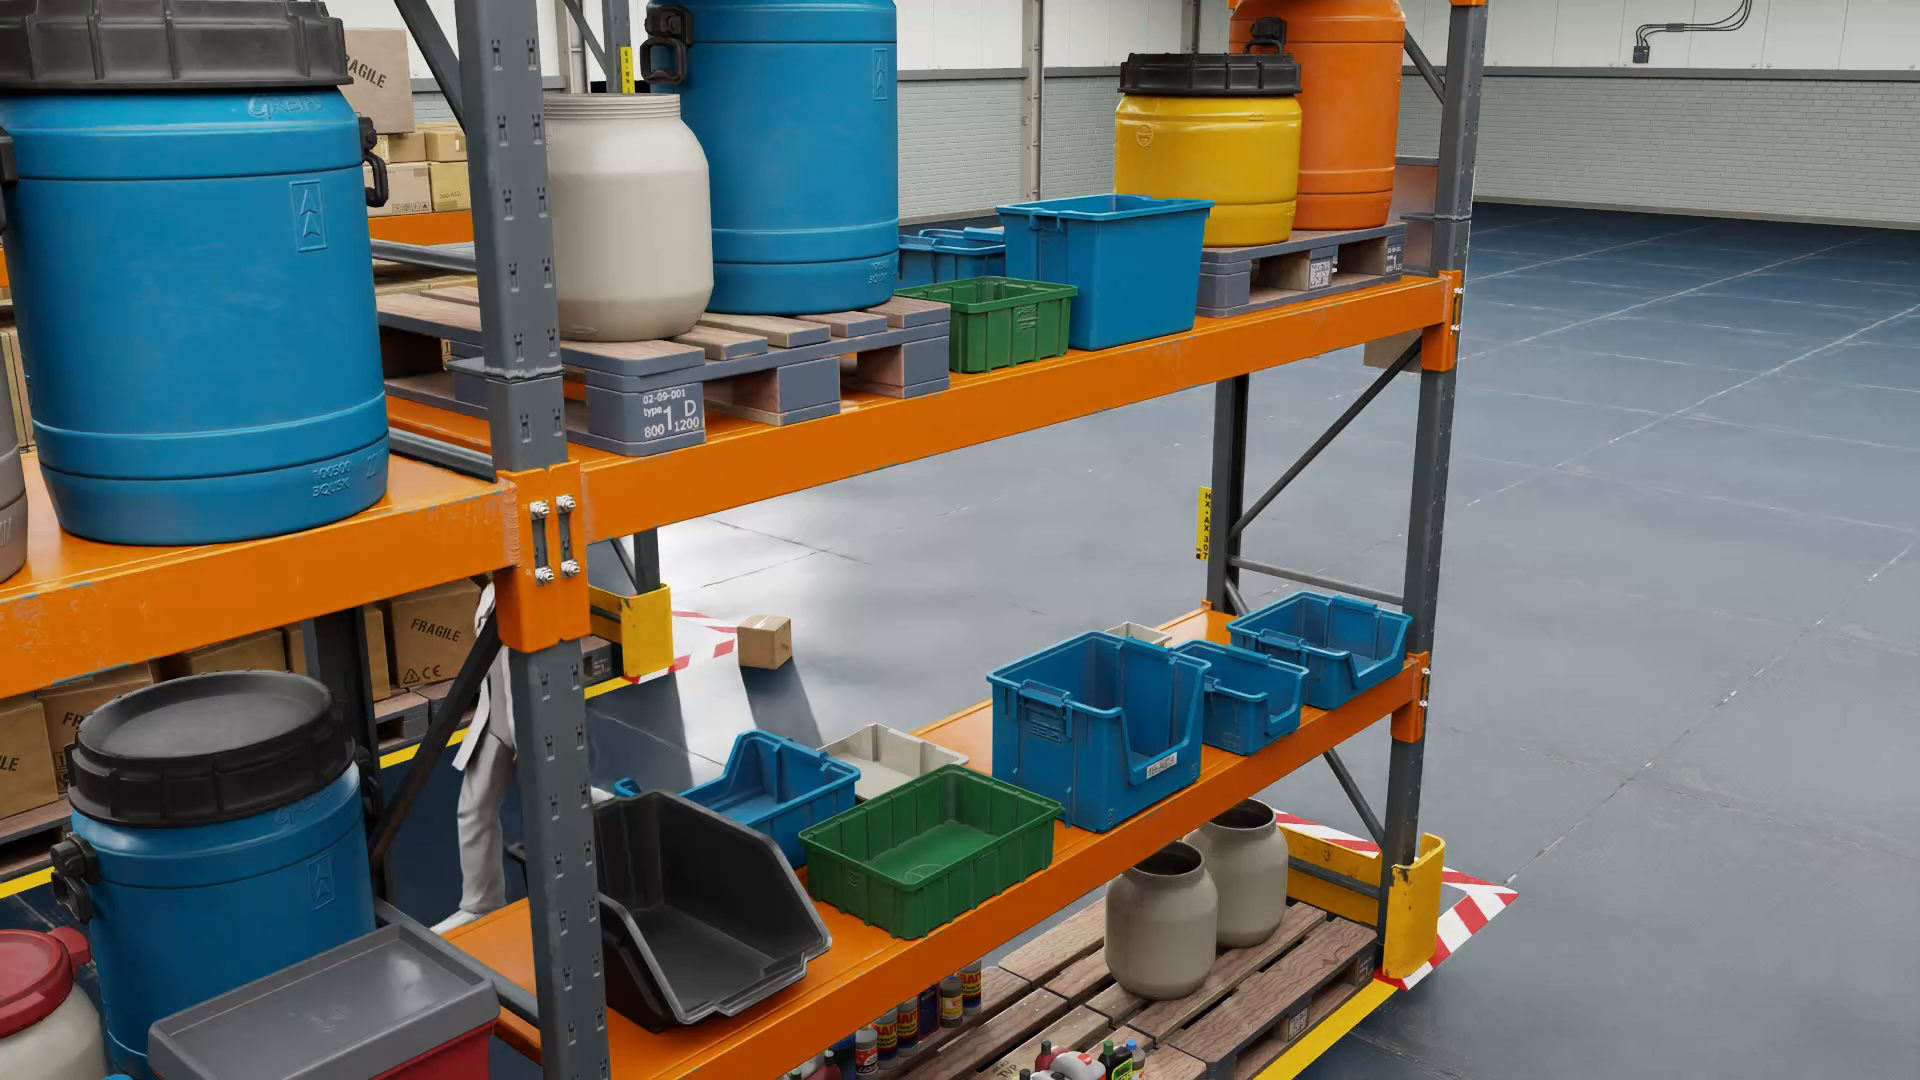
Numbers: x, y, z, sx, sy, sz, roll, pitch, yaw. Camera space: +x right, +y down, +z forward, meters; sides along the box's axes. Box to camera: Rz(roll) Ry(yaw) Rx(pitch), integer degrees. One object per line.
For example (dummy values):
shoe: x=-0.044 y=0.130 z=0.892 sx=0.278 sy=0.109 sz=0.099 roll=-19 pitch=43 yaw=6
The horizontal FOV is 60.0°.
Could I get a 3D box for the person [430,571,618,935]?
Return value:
person: x=-1.805 y=0.762 z=7.026 sx=0.568 sy=1.734 sz=1.113 roll=10 pitch=19 yaw=29
